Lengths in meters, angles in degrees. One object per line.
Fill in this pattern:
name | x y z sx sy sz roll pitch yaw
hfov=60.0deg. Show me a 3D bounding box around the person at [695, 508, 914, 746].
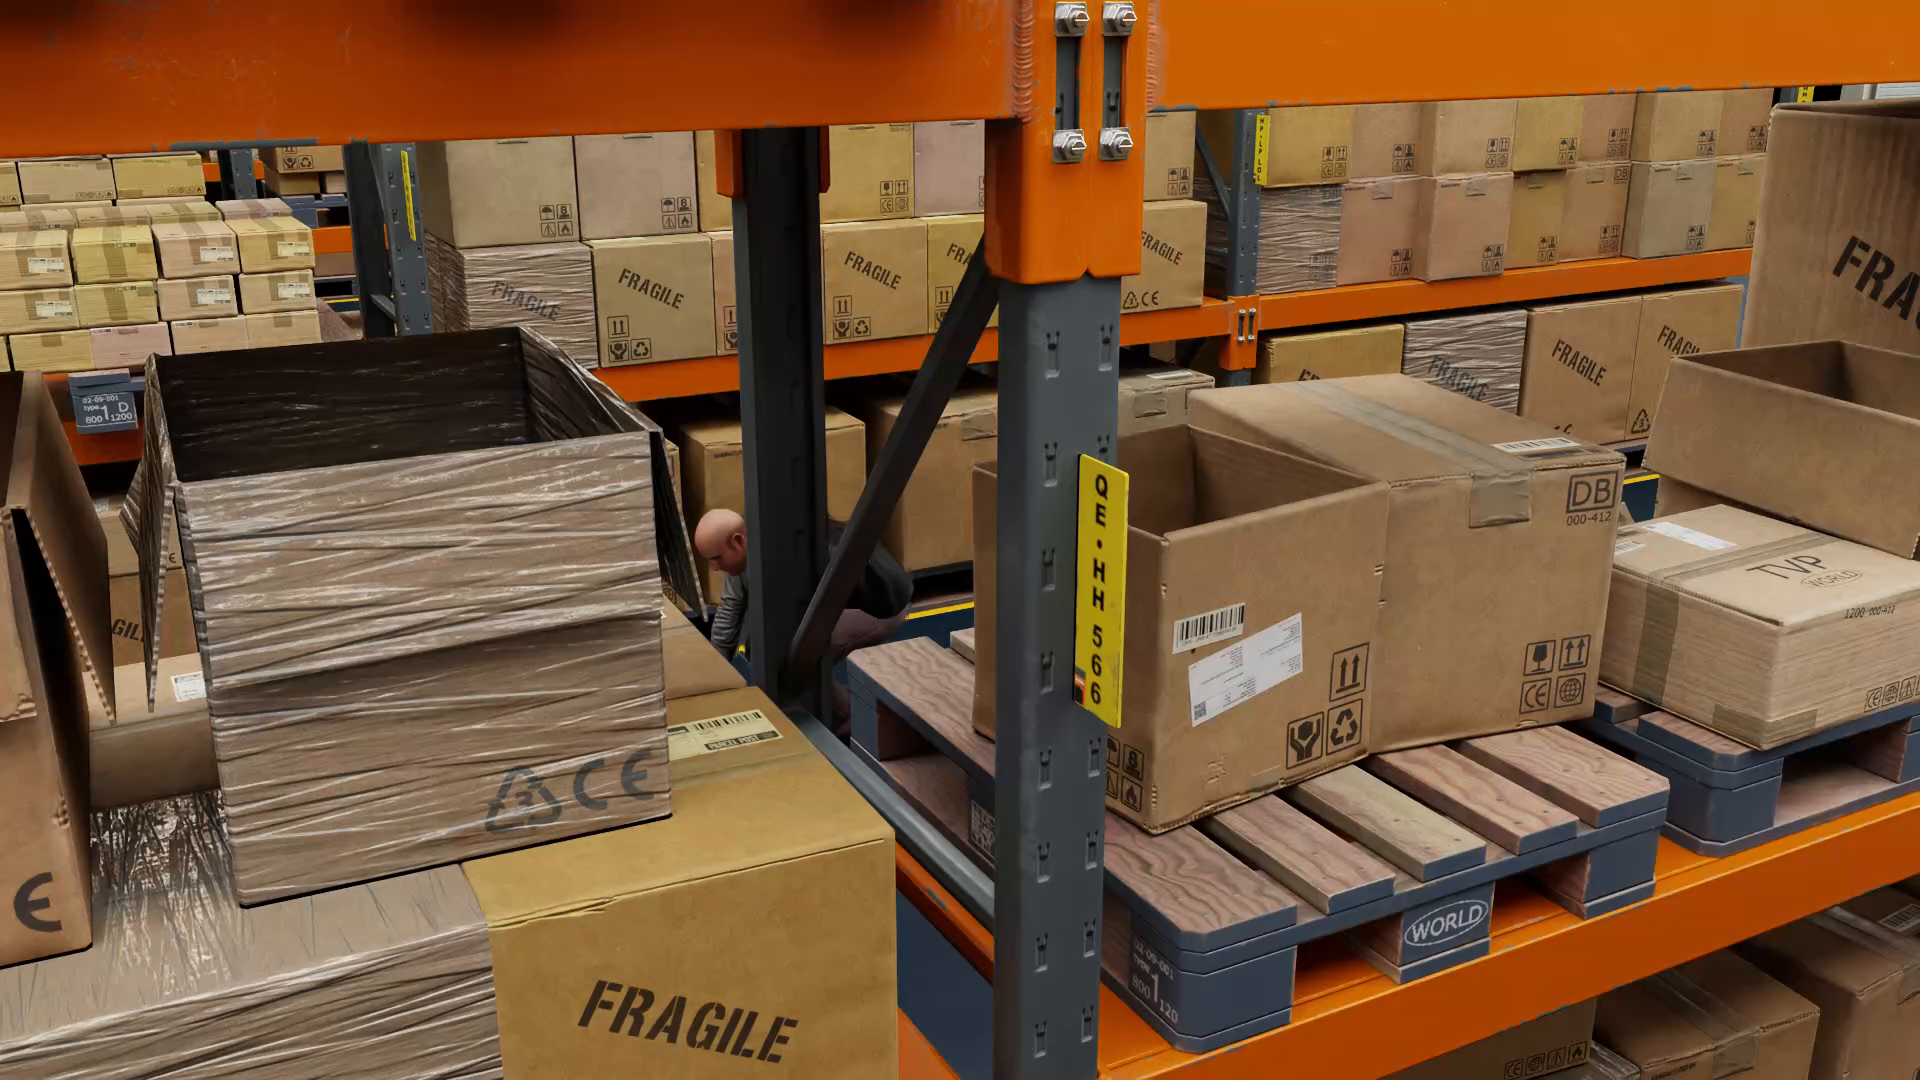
person | -0.588 0.309 6.306 0.852 1.008 0.551 -10 21 -27
